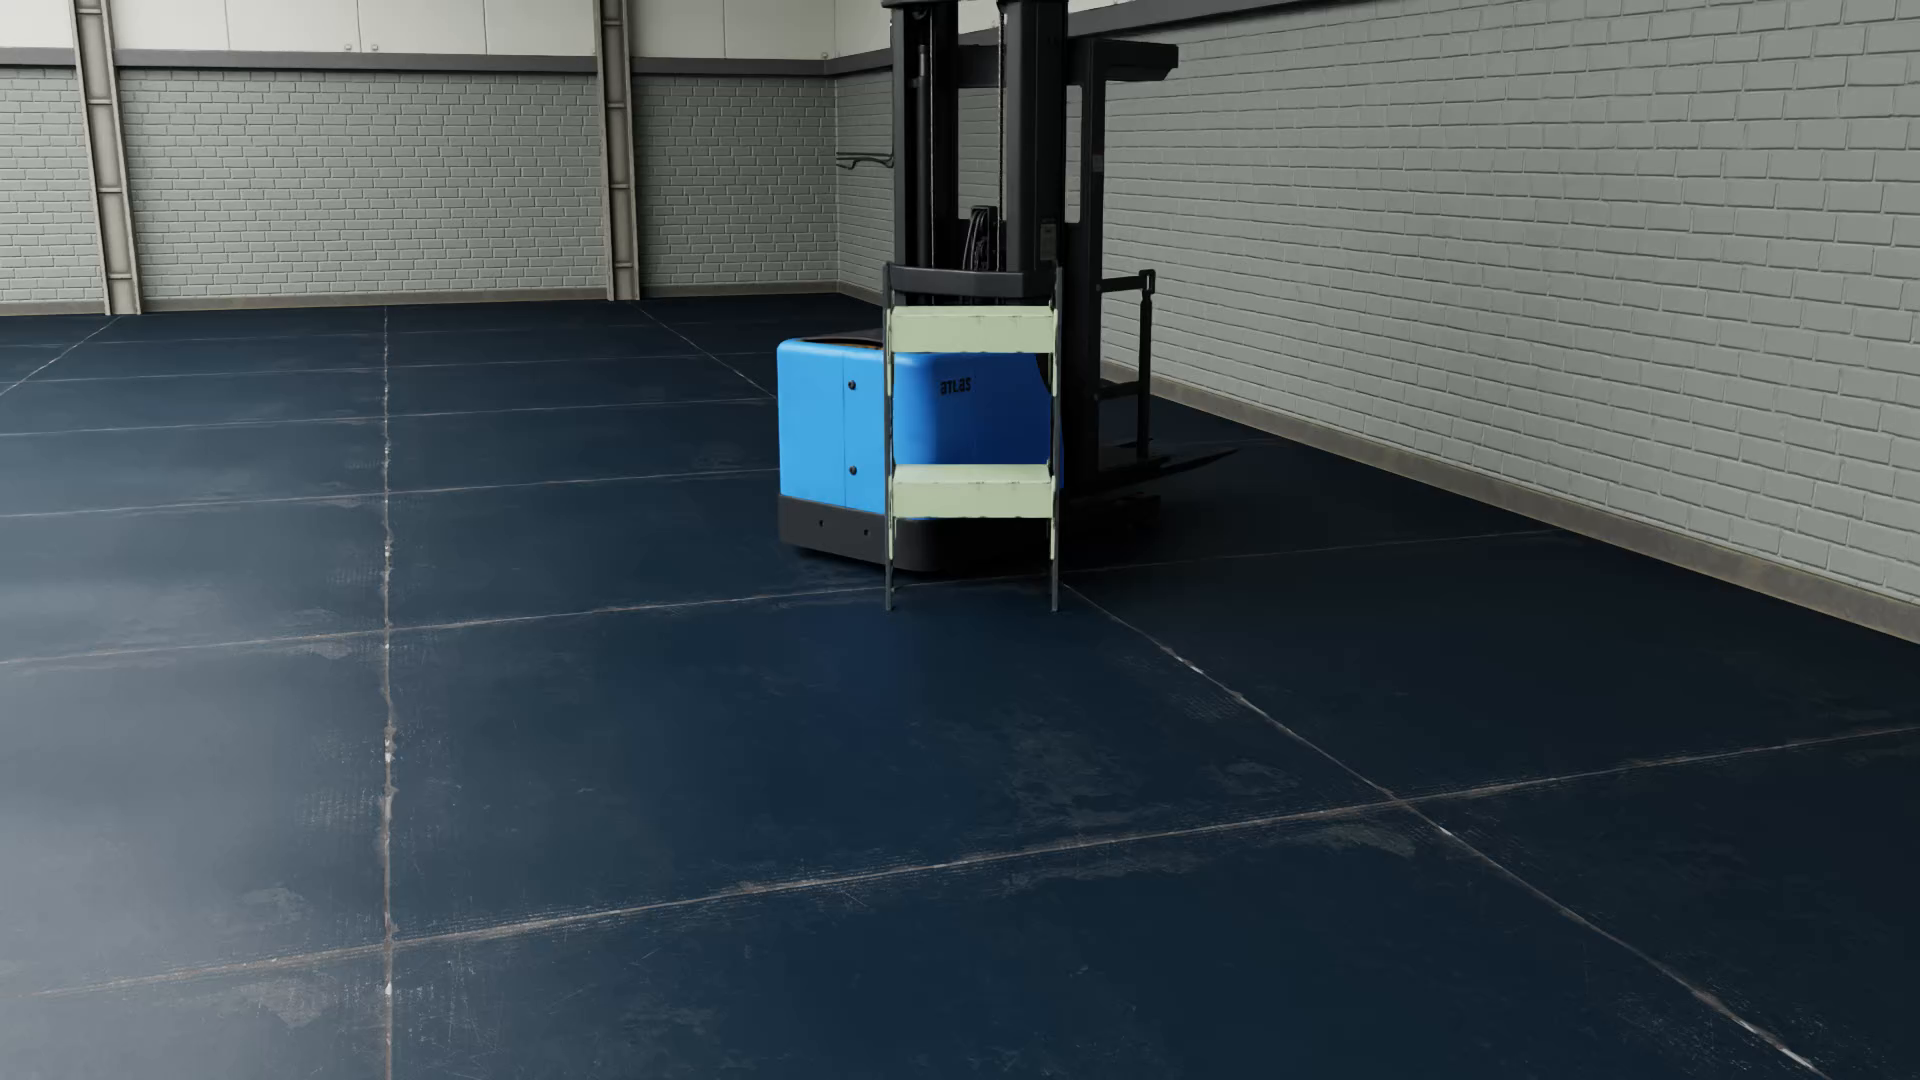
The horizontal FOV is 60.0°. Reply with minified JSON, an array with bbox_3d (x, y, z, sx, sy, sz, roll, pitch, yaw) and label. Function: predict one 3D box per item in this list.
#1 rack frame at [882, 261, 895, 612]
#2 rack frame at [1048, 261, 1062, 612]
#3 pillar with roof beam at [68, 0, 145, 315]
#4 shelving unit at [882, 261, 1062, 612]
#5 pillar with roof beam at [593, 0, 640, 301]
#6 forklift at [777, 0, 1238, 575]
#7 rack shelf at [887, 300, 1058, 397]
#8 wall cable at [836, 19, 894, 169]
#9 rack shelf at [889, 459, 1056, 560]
[{"bbox_3d":[-0.314,-0.460,7.335,0.023,1.500,0.400,0,13,0],"label":"rack frame"},{"bbox_3d":[0.418,-0.460,7.334,0.023,1.500,0.400,0,13,0],"label":"rack frame"},{"bbox_3d":[-8.783,-6.191,15.223,0.400,9.000,9.100,-4,14,-18],"label":"pillar with roof beam"},{"bbox_3d":[0.052,-0.460,7.334,0.755,1.500,0.431,0,13,0],"label":"shelving unit"},{"bbox_3d":[-3.096,-6.633,17.084,0.400,9.000,9.100,-4,14,-18],"label":"pillar with roof beam"},{"bbox_3d":[0.433,-1.542,8.792,1.130,2.935,3.031,11,17,39],"label":"forklift"},{"bbox_3d":[0.052,-0.839,7.244,0.720,0.370,0.431,0,13,0],"label":"rack shelf"},{"bbox_3d":[-1.255,-5.994,21.108,0.112,2.526,3.097,-4,14,-18],"label":"wall cable"},{"bbox_3d":[0.052,-0.142,7.410,0.720,0.370,0.431,0,13,0],"label":"rack shelf"}]
